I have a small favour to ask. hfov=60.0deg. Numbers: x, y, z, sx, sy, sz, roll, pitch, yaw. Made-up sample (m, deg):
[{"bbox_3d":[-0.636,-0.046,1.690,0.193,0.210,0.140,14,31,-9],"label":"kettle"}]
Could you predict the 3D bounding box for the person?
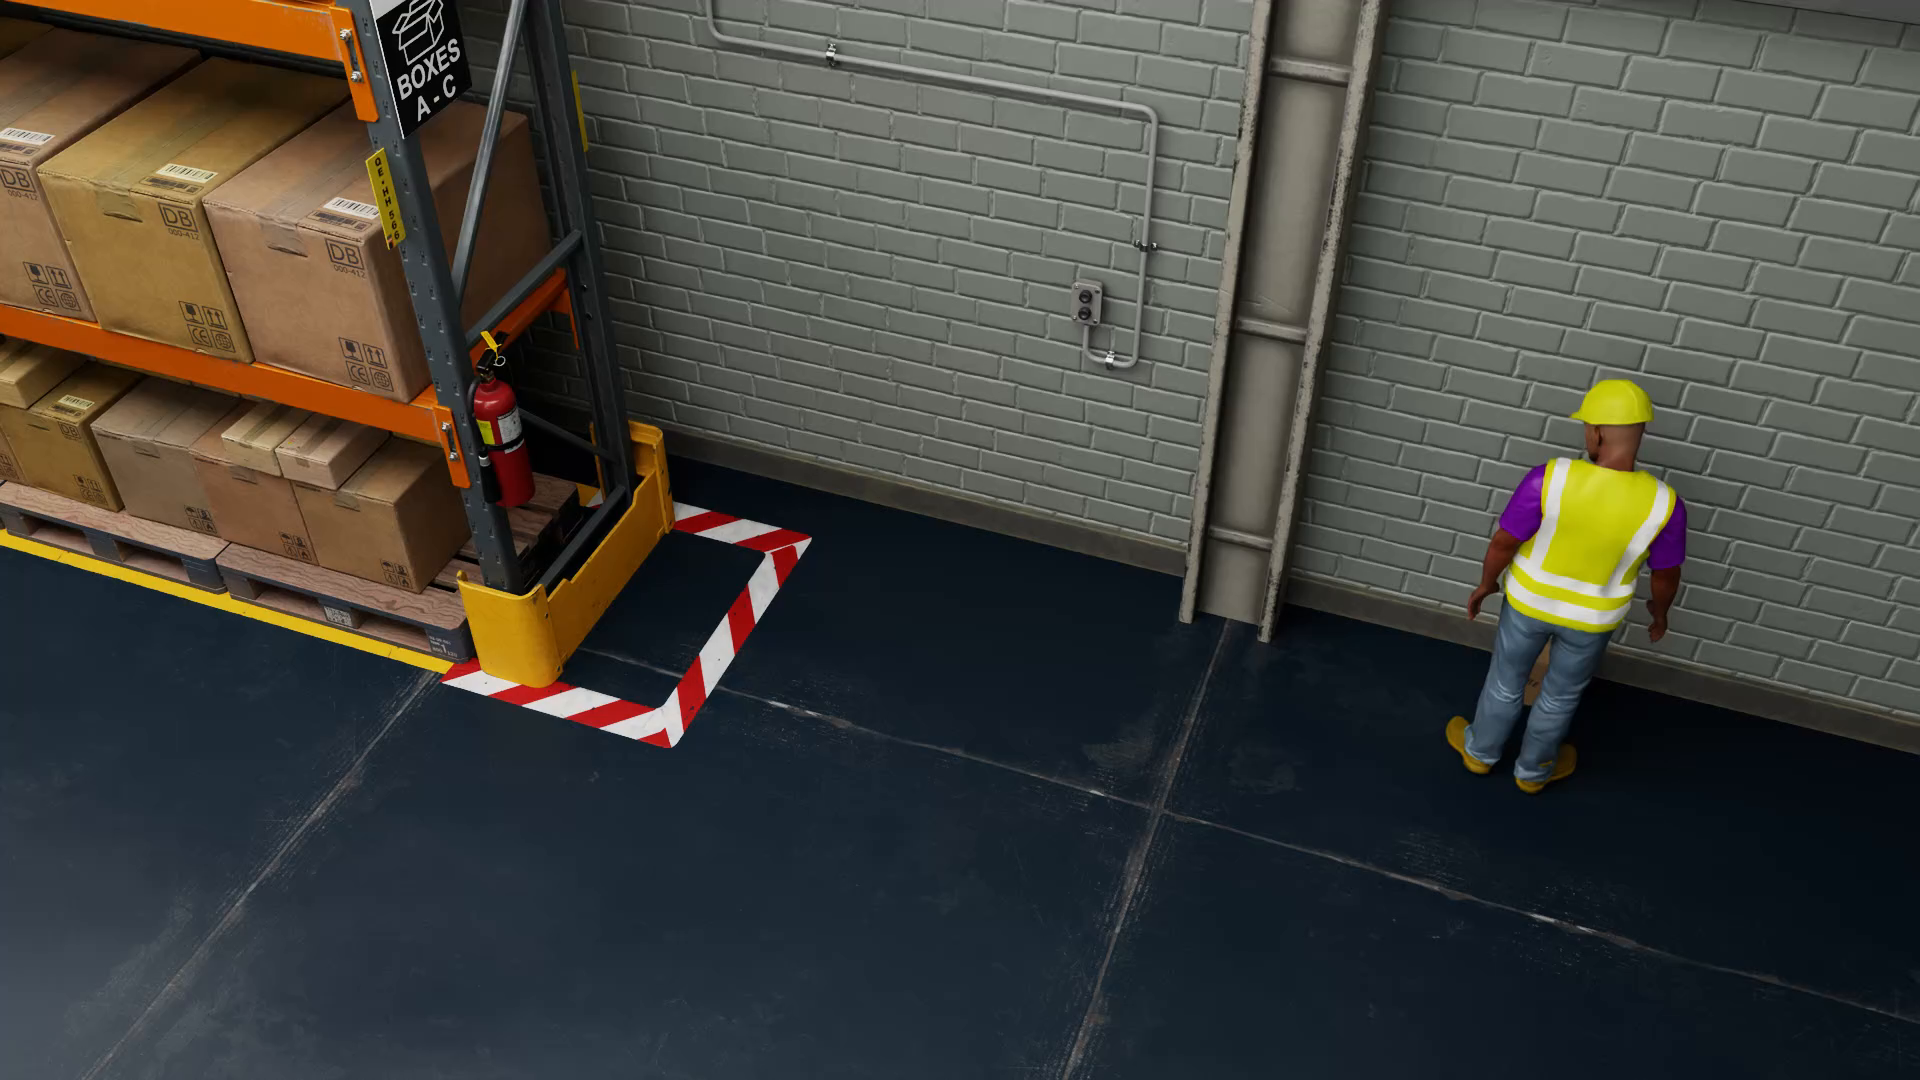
[{"bbox_3d":[2.162,0.219,5.886,0.669,1.782,0.385,16,44,18],"label":"person"}]
